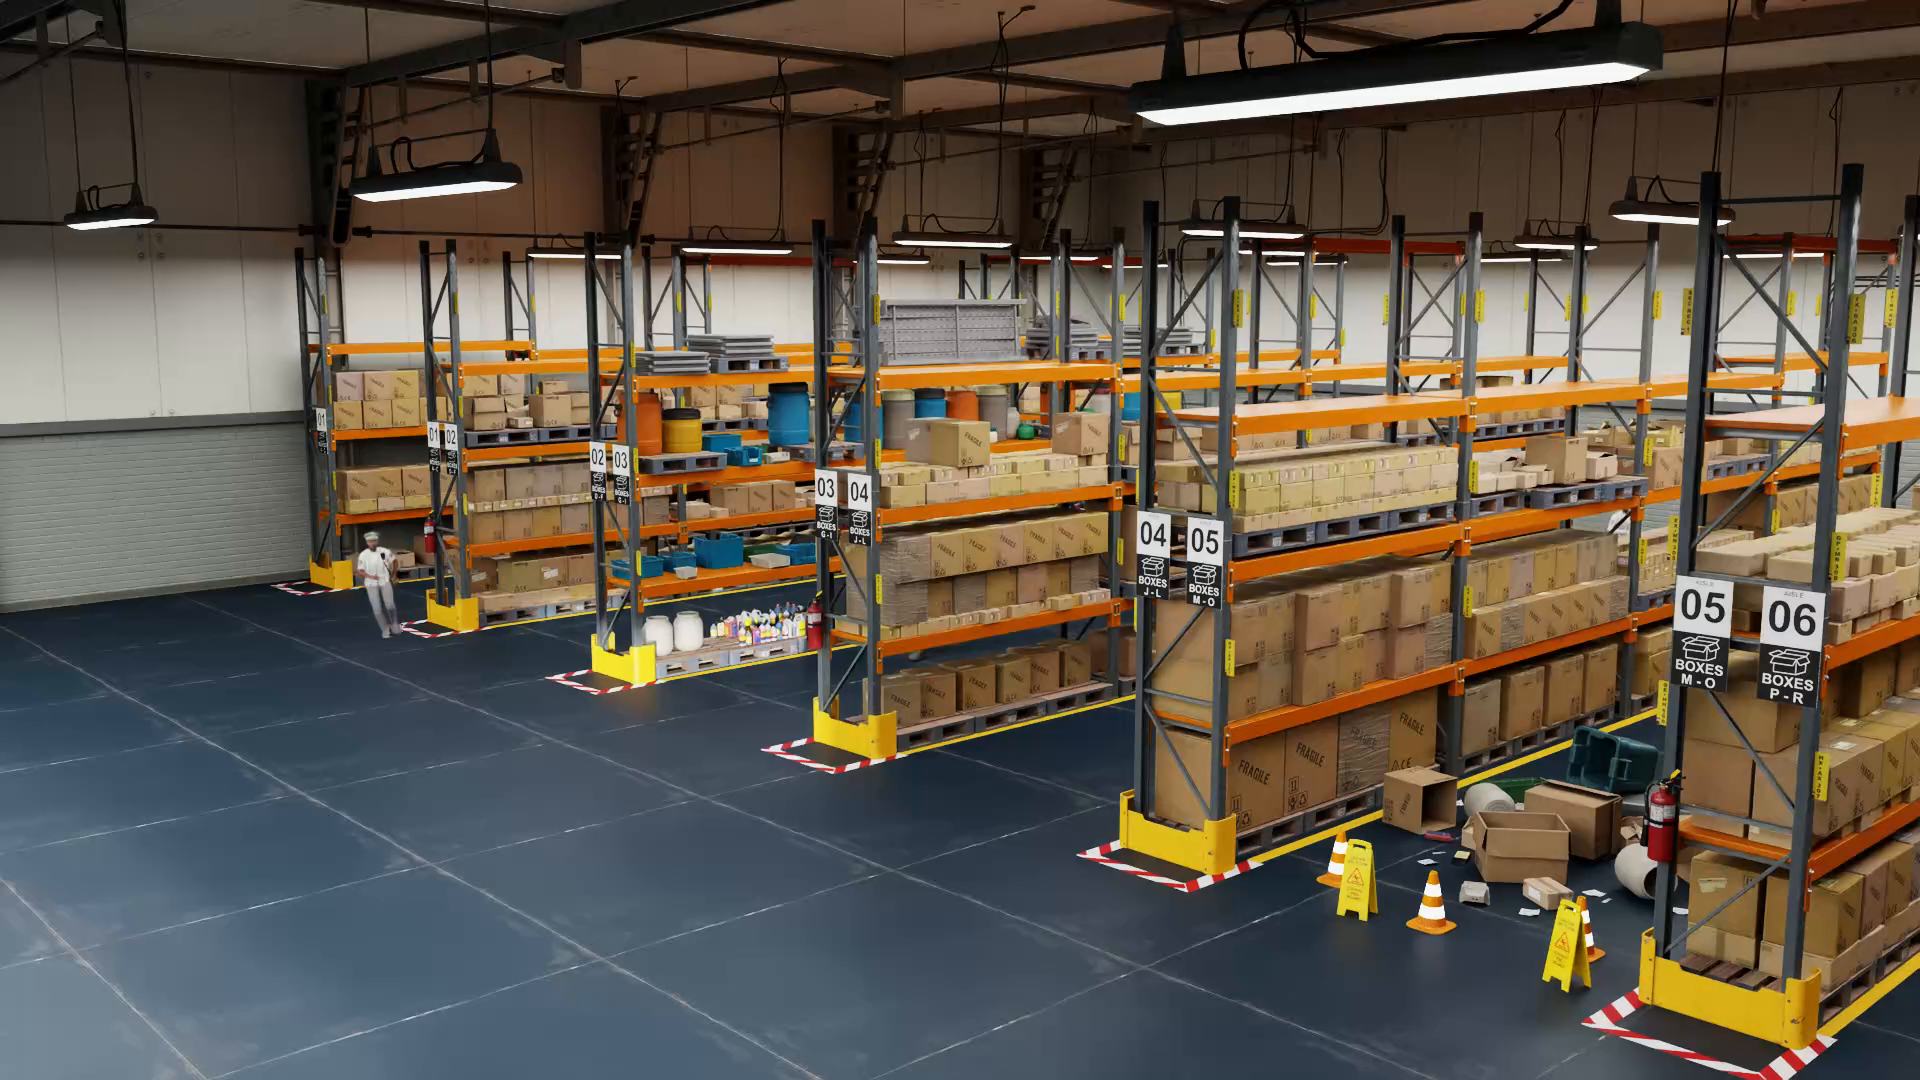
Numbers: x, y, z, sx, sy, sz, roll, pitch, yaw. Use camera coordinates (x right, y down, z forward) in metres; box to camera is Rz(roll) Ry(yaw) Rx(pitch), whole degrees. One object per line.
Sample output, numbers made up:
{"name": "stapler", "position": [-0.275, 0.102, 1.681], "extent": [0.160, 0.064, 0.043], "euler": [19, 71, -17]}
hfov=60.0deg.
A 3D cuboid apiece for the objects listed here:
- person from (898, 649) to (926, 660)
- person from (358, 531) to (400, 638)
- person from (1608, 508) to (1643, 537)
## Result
{"name": "person", "position": [-0.723, 0.878, 23.389], "extent": [0.704, 1.723, 0.825], "euler": [6, 11, 37]}
{"name": "person", "position": [-8.773, 0.681, 25.088], "extent": [0.569, 1.649, 0.546], "euler": [-2, 9, -16]}
{"name": "person", "position": [11.700, 0.064, 29.224], "extent": [0.633, 1.680, 0.939], "euler": [1, 8, 3]}
